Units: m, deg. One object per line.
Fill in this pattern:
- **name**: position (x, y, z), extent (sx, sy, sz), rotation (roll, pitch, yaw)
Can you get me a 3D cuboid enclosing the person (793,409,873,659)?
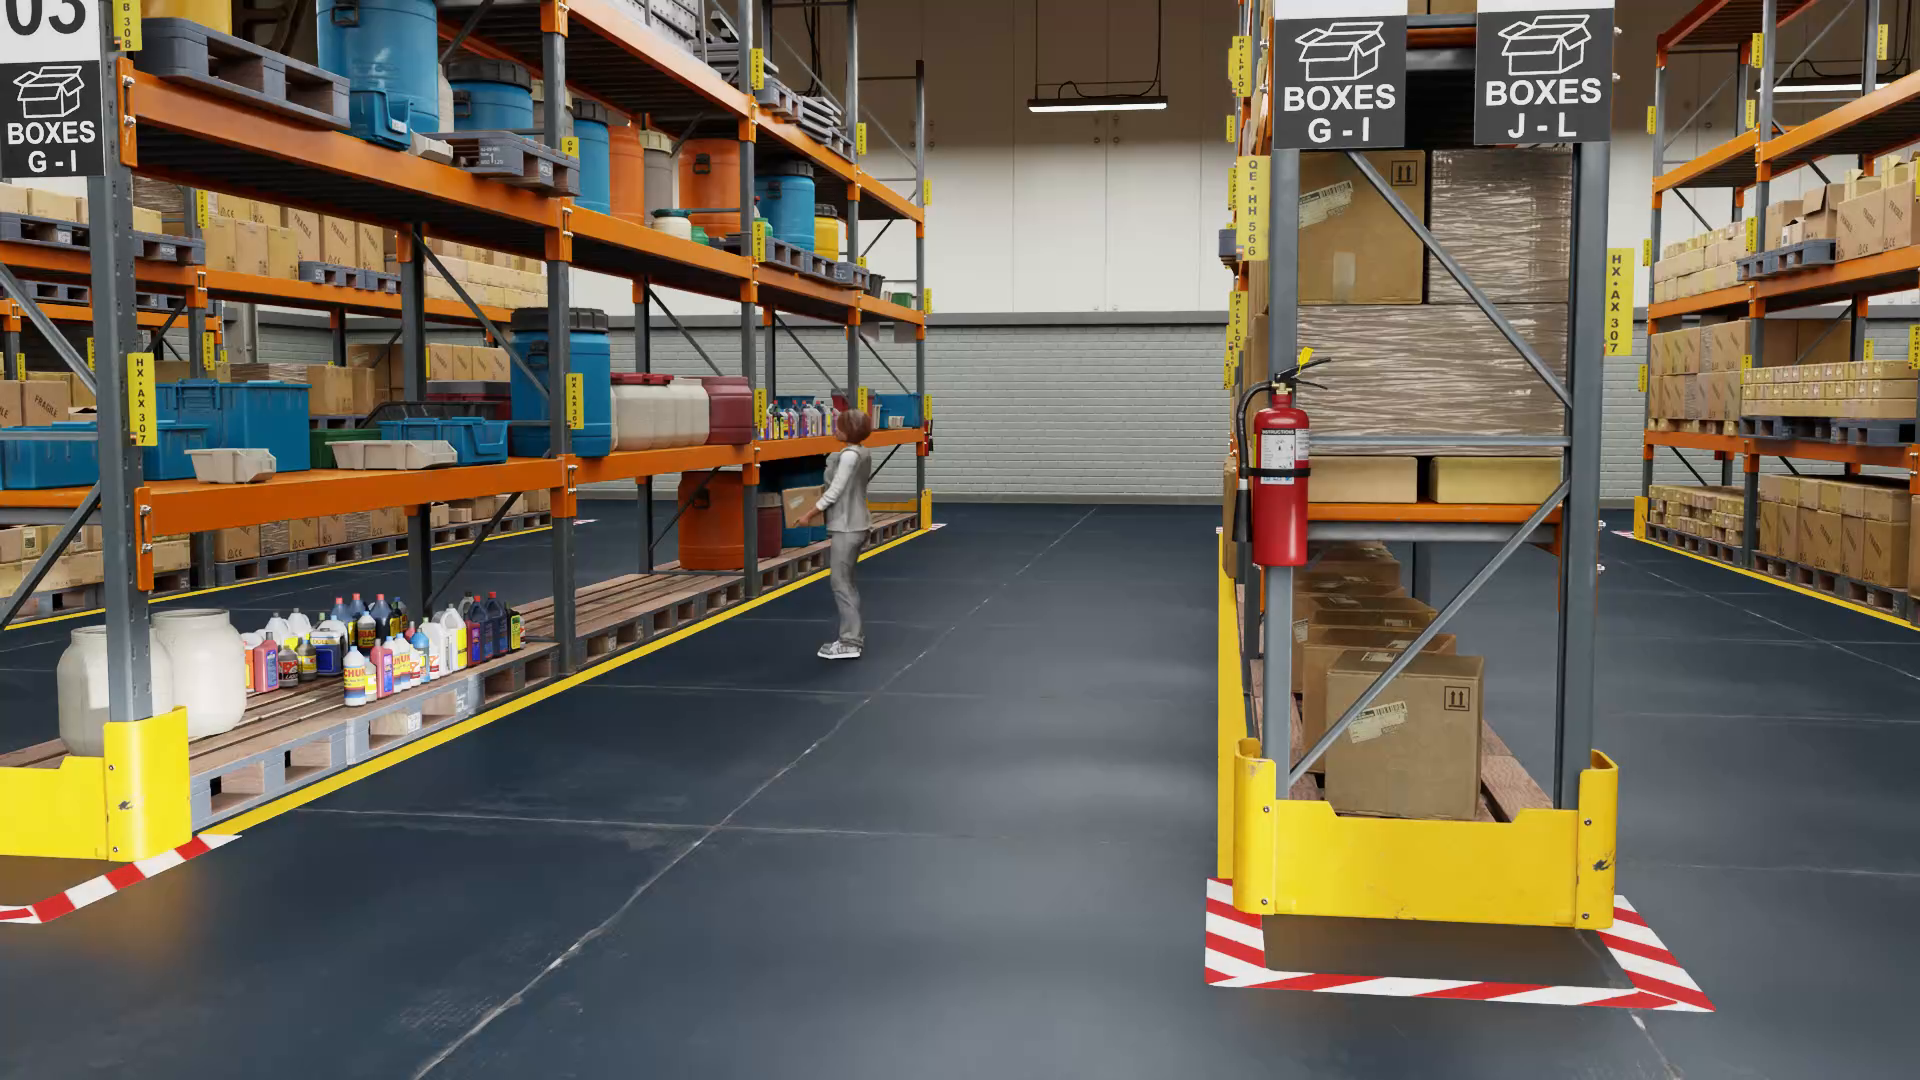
- **person**: position (-0.804, -0.044, 10.669), extent (0.488, 1.593, 0.412), rotation (1, 5, 8)
